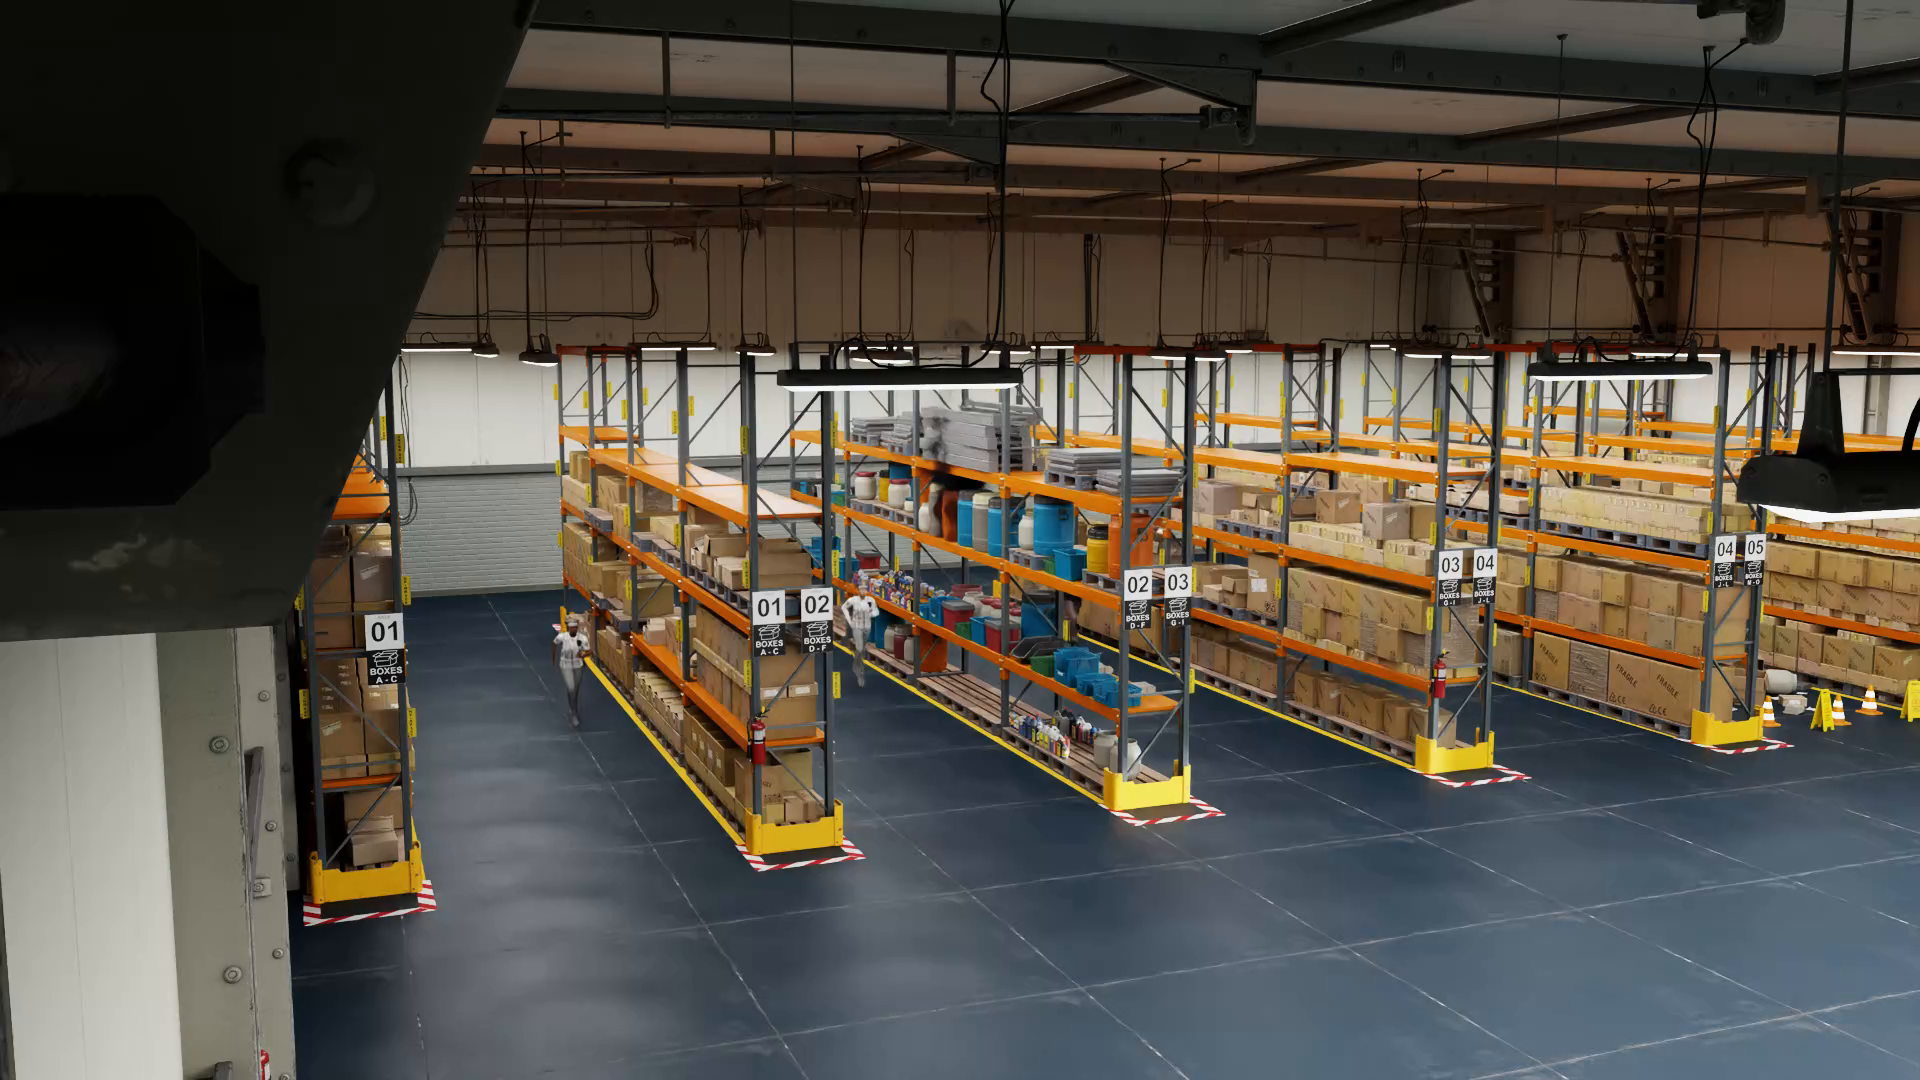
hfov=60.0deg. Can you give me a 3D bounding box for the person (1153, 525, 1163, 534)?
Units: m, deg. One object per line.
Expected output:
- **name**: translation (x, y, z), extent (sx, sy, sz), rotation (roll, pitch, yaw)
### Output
- **person**: translation (4.675, 0.335, 40.346), extent (0.734, 1.748, 0.974), rotation (2, 8, 19)

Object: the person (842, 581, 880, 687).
- **person**: translation (-1.707, 1.588, 28.836), extent (0.588, 1.802, 0.763), rotation (-3, 8, -25)

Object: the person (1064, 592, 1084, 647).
- **person**: translation (2.169, 1.184, 31.939), extent (0.649, 1.730, 0.916), rotation (-3, 8, -24)

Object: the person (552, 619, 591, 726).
- **person**: translation (-6.280, 2.094, 26.930), extent (0.599, 1.736, 0.833), rotation (-2, 8, -18)
